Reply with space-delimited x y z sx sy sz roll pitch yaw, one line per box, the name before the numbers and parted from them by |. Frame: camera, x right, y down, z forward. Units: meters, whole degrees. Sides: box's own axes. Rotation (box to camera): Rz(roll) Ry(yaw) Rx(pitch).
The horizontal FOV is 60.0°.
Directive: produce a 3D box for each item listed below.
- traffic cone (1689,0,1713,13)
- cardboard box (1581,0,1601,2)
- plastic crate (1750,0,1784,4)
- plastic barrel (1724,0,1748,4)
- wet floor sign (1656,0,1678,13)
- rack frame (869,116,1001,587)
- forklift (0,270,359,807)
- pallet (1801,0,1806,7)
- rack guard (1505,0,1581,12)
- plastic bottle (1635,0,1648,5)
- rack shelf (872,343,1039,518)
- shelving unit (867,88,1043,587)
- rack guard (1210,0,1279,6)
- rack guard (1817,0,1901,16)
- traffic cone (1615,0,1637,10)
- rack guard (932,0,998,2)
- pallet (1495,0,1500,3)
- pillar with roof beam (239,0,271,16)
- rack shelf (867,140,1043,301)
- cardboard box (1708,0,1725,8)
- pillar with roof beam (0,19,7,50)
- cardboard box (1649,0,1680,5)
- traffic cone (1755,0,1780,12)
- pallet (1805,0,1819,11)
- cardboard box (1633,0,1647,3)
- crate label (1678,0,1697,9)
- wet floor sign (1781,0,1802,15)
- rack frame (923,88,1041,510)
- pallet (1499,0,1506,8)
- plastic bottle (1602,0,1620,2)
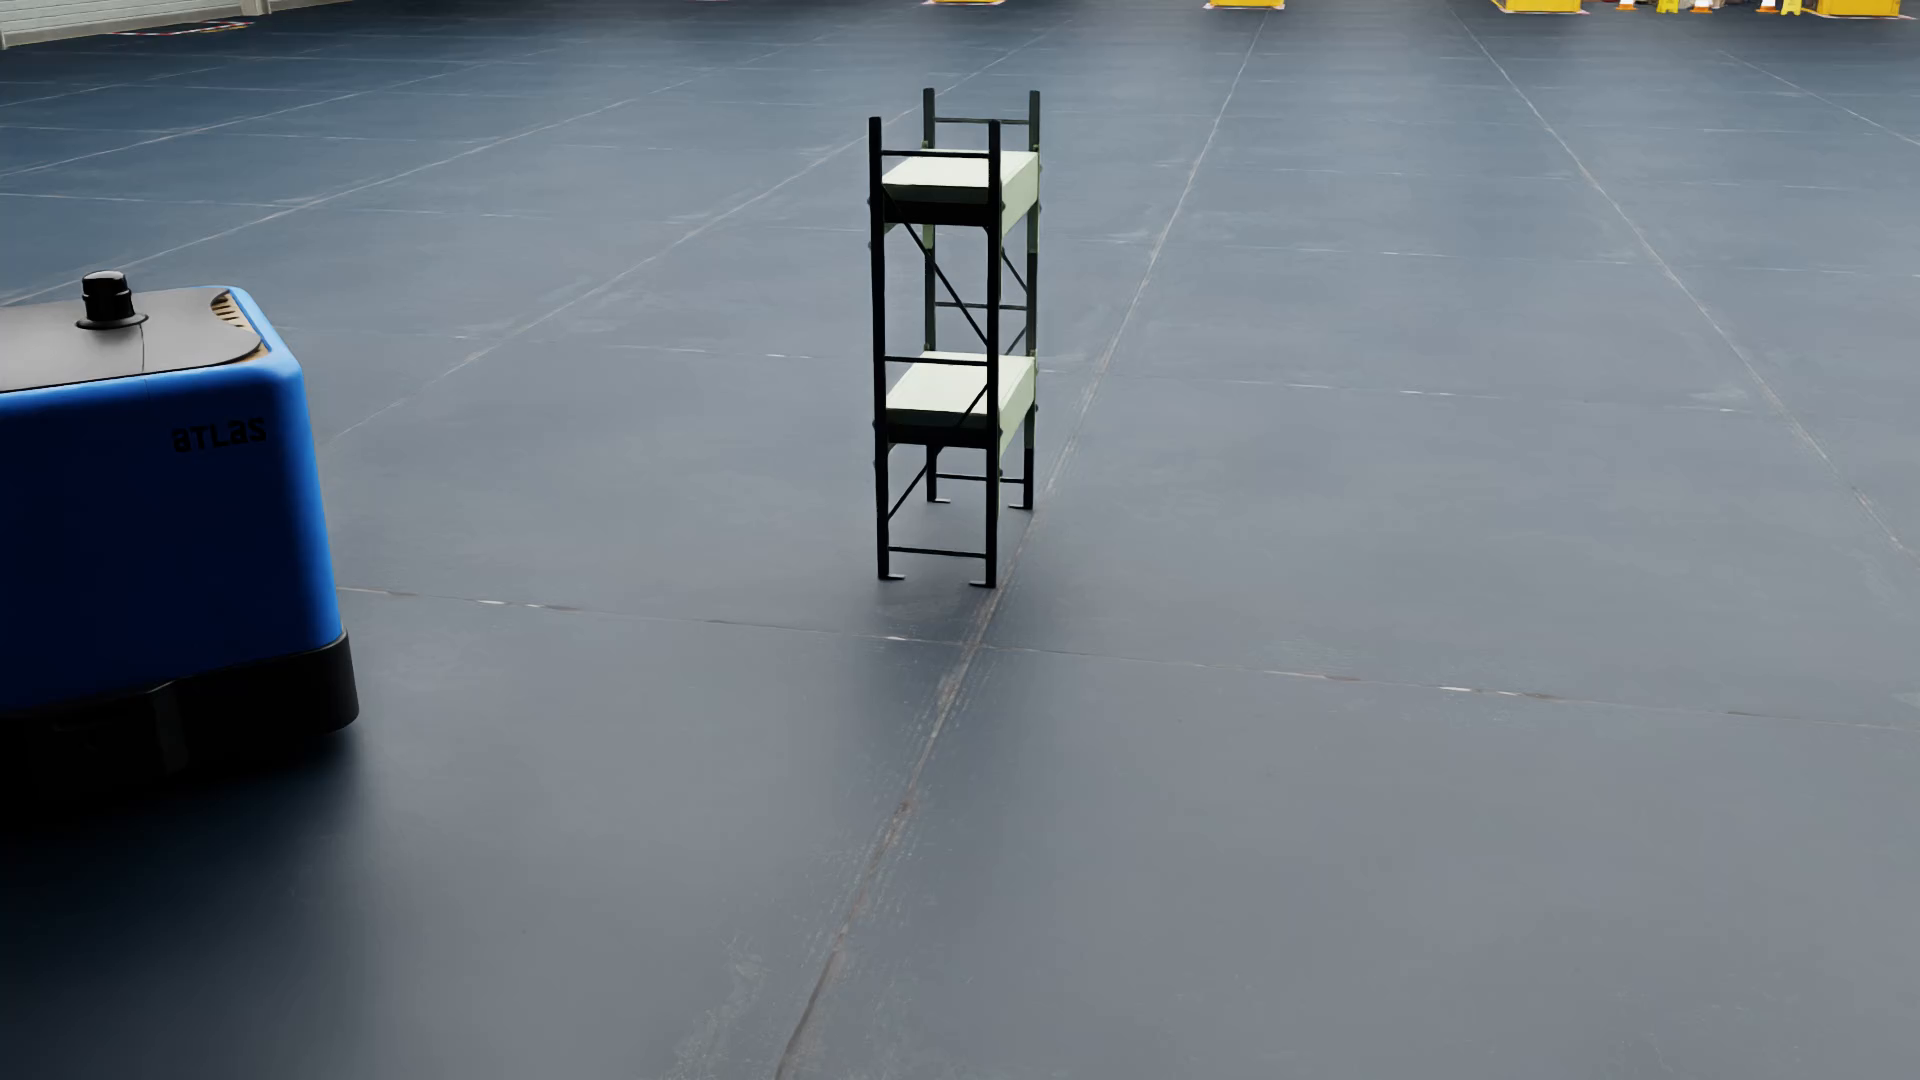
traffic cone | 12.335 -9.008 27.601 0.336 0.463 0.334 4 22 11
cardboard box | 11.303 -9.968 29.931 0.500 0.500 0.500 8 23 20
plastic crate | 14.359 -9.566 29.499 0.402 0.080 0.583 -3 22 -8
plastic barrel | 13.605 -9.645 29.235 0.421 0.421 0.512 -16 27 -35
wet floor sign | 11.732 -9.056 27.475 0.267 0.644 0.232 1 22 2
rack frame | -0.076 -0.559 5.235 0.400 1.500 0.023 4 22 11
forklift | -3.160 -0.692 3.649 3.031 2.935 1.130 -12 25 -27
pallet | 15.133 -9.443 29.017 1.003 0.211 1.213 4 22 11
rack guard | 9.794 -9.141 27.882 1.175 0.500 0.348 4 22 11
plastic bottle | 11.996 -9.475 29.299 0.133 0.061 0.283 -3 22 -8
rack shelf | -0.001 -0.391 5.689 0.431 0.370 0.720 4 22 11
shelving unit | -0.001 -0.693 5.567 0.431 1.500 0.755 4 22 11
rack guard | 4.980 -9.593 29.003 1.175 0.500 0.348 4 22 11
rack guard | 14.681 -8.837 27.127 1.175 0.500 0.348 4 22 11
traffic cone | 11.298 -9.219 28.124 0.336 0.463 0.334 4 22 11
rack guard | 0.085 -9.974 29.949 1.175 0.500 0.348 4 22 11
pallet | 10.137 -9.759 29.803 1.003 0.211 1.213 4 22 11
pillar with roof beam | -7.297 -12.439 24.695 9.100 9.000 0.400 4 22 11
rack shelf | -0.001 -1.055 5.422 0.431 0.370 0.720 4 22 11
cardboard box | 12.956 -9.280 28.696 0.380 0.149 0.250 18 28 38
pillar with roof beam | -8.521 -10.245 19.247 9.100 9.000 0.400 4 22 11
cardboard box | 12.546 -9.646 29.132 0.797 0.503 0.637 -11 25 -26
traffic cone | 13.491 -9.048 27.700 0.336 0.463 0.334 4 22 11
pallet | 14.882 -8.998 27.912 1.003 0.211 1.213 4 22 11
cardboard box | 12.068 -9.735 29.670 0.396 0.266 0.258 8 23 20
crate label | 12.434 -9.149 28.388 0.250 0.136 0.298 -7 23 -17
wet floor sign | 13.580 -8.889 27.061 0.267 0.644 0.232 13 25 29
rack frame | 0.073 -0.827 5.900 0.400 1.500 0.023 4 22 11
pallet | 9.886 -9.314 28.698 1.003 0.211 1.213 4 22 11
plastic bottle | 11.641 -9.642 29.713 0.283 0.061 0.133 -3 22 -8
